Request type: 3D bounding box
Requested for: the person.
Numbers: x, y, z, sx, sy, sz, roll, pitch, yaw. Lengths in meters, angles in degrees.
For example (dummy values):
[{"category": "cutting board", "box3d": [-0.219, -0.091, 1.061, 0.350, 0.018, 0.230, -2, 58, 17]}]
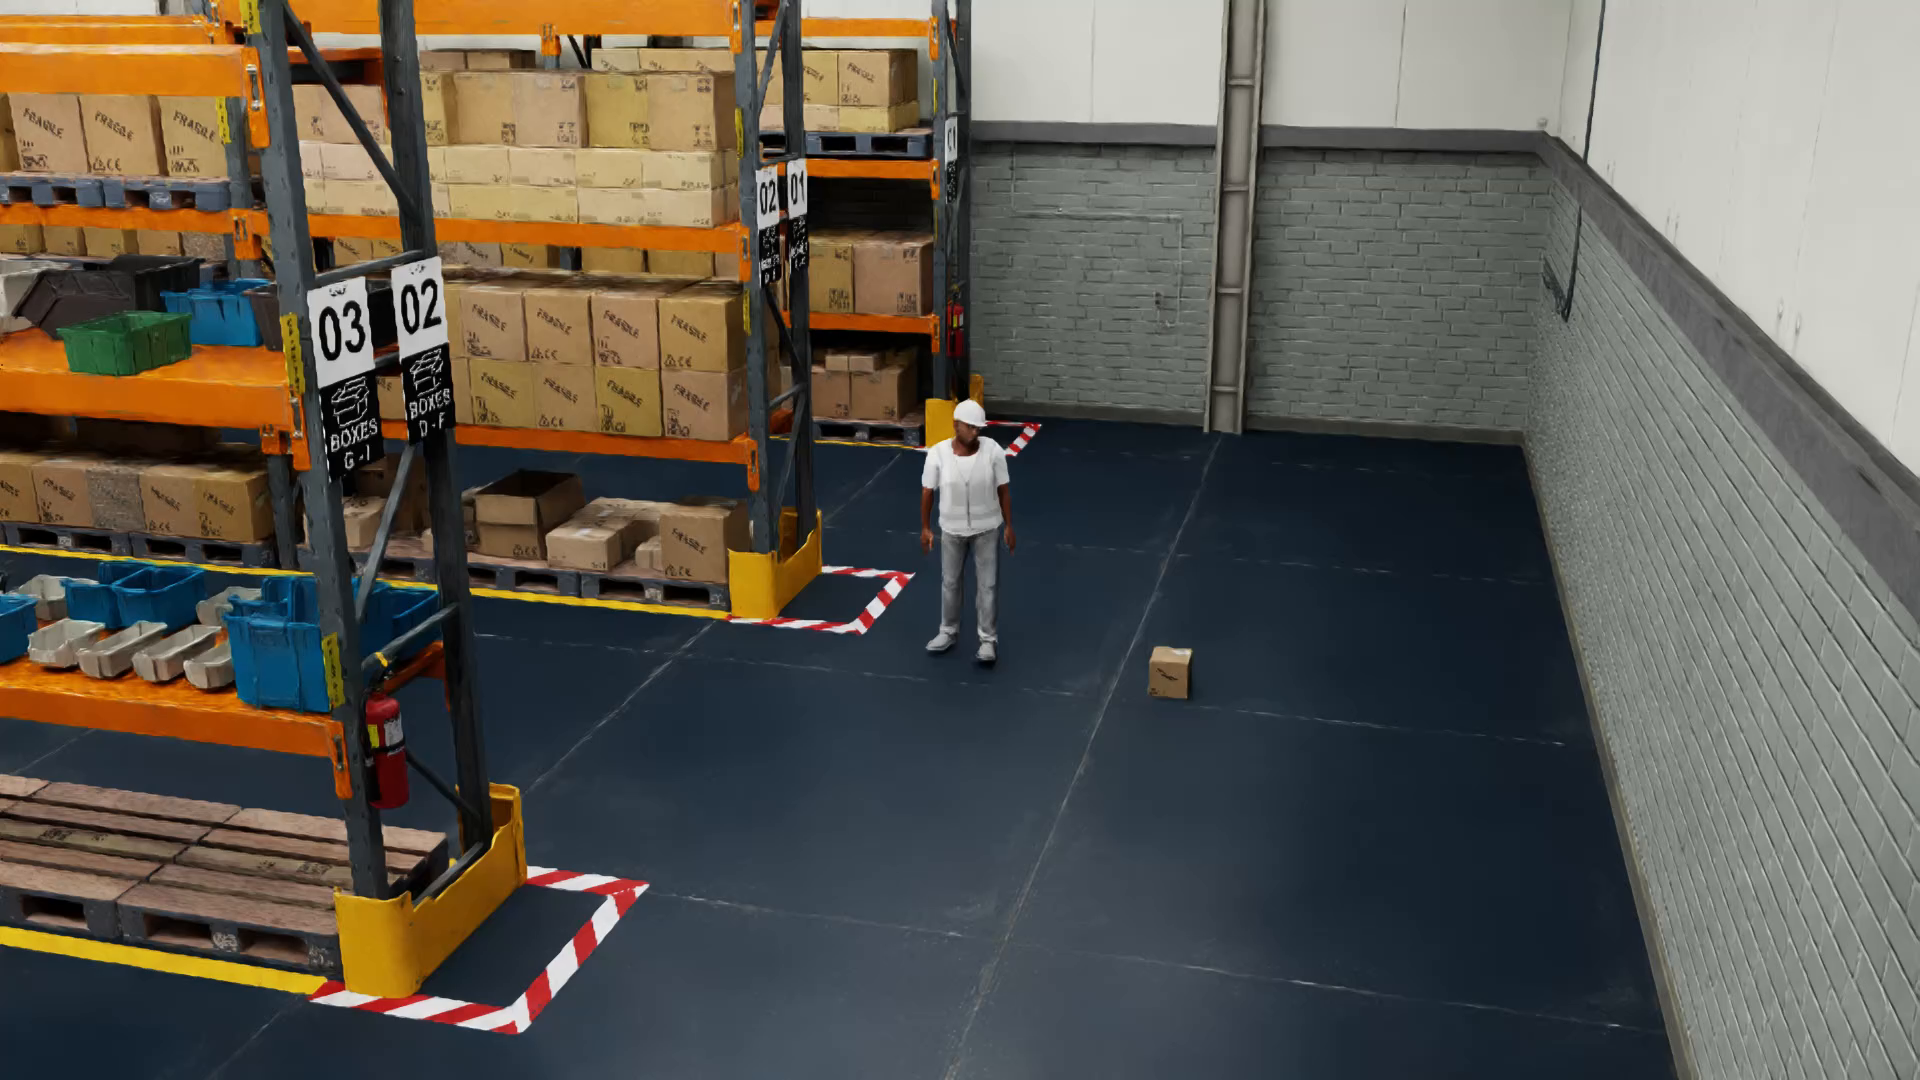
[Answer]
[{"category": "person", "box3d": [0.052, -0.065, 11.120, 0.647, 1.765, 0.530, 1, 18, 2]}]
